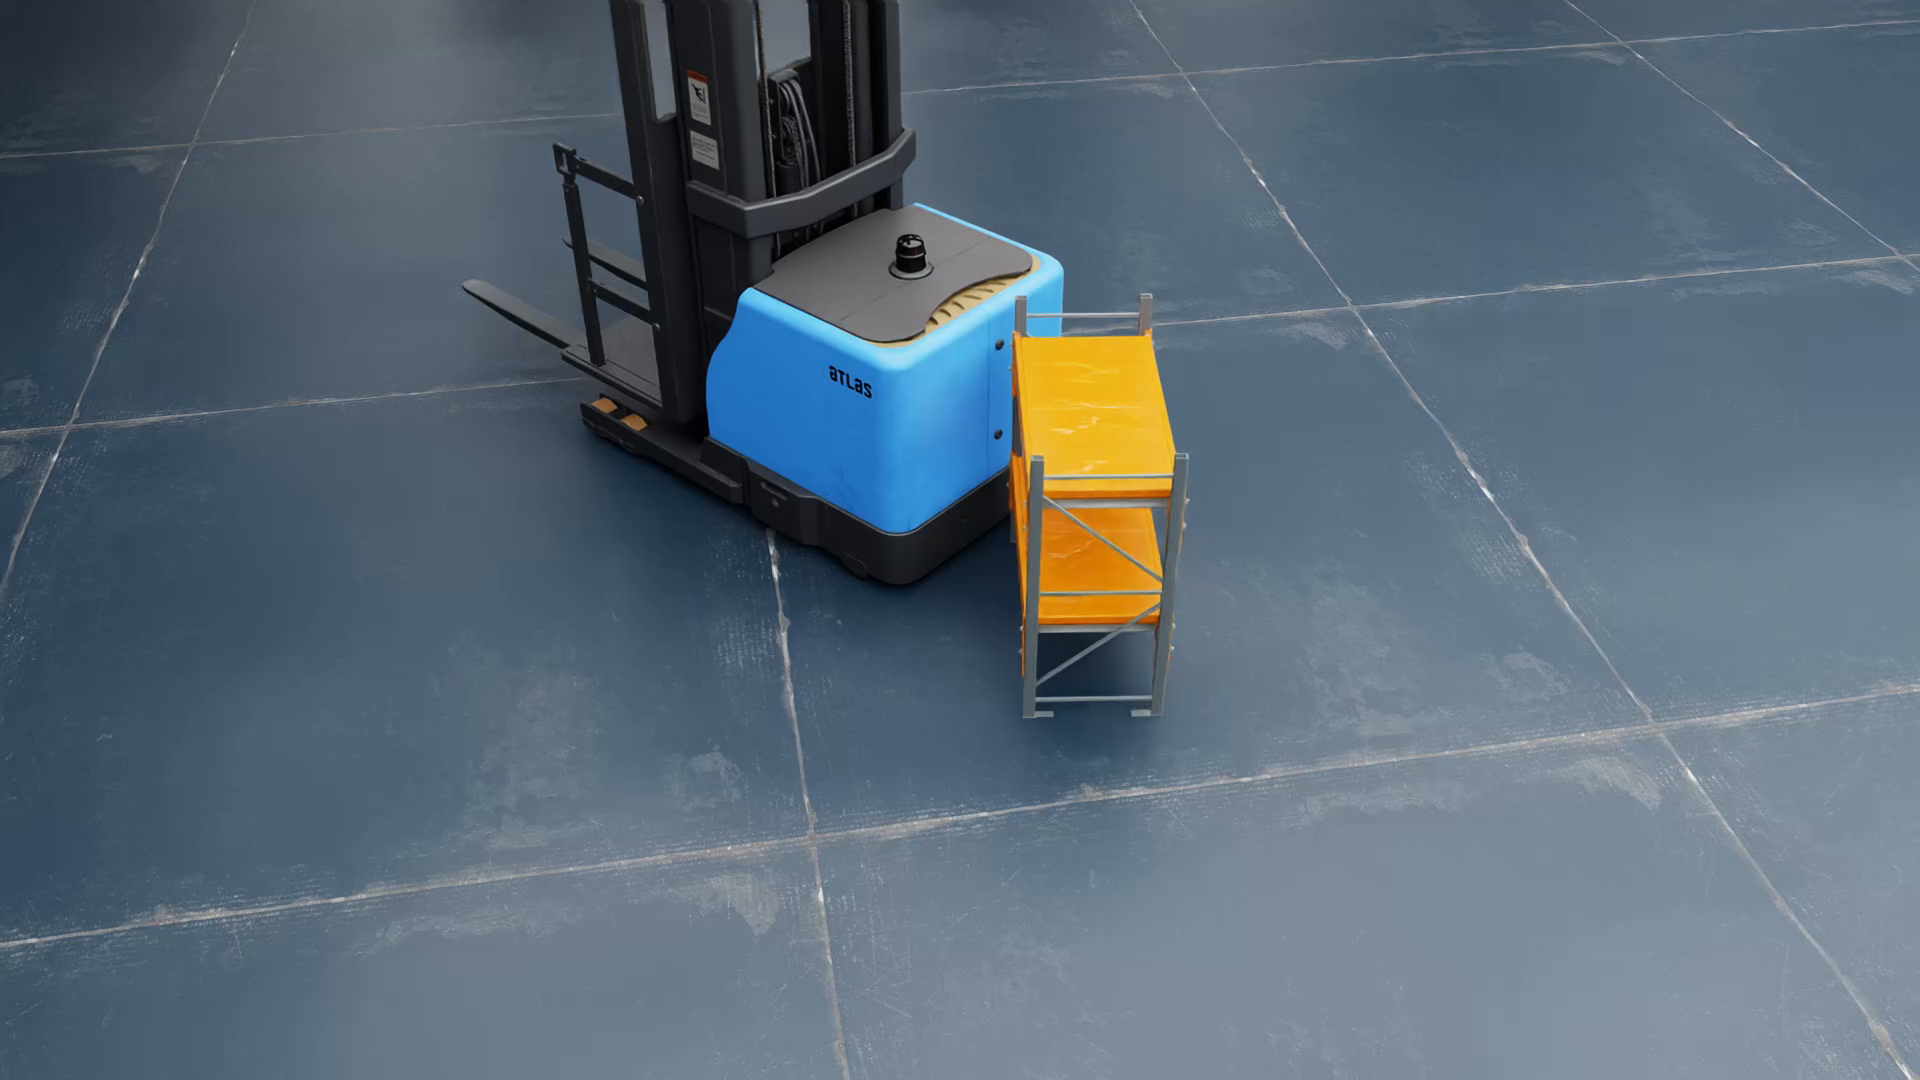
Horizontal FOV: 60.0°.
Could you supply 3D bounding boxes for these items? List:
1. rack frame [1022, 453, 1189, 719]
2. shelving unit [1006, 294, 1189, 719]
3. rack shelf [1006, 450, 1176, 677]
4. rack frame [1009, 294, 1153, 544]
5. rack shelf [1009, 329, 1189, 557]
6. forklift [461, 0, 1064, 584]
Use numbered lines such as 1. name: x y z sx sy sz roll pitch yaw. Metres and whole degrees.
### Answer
1. rack frame: 0.473 0.181 5.600 0.500 1.125 0.032 -1 38 -1
2. shelving unit: 0.462 -0.131 6.002 0.538 1.125 1.048 -1 38 -1
3. rack shelf: 0.462 0.062 6.152 0.538 0.278 1.000 -1 38 -1
4. rack frame: 0.451 -0.443 6.403 0.500 1.125 0.032 -1 38 -1
5. rack shelf: 0.462 -0.362 5.822 0.538 0.278 1.000 -1 38 -1
6. forklift: -1.028 -1.753 6.618 3.031 2.935 1.130 28 46 31
